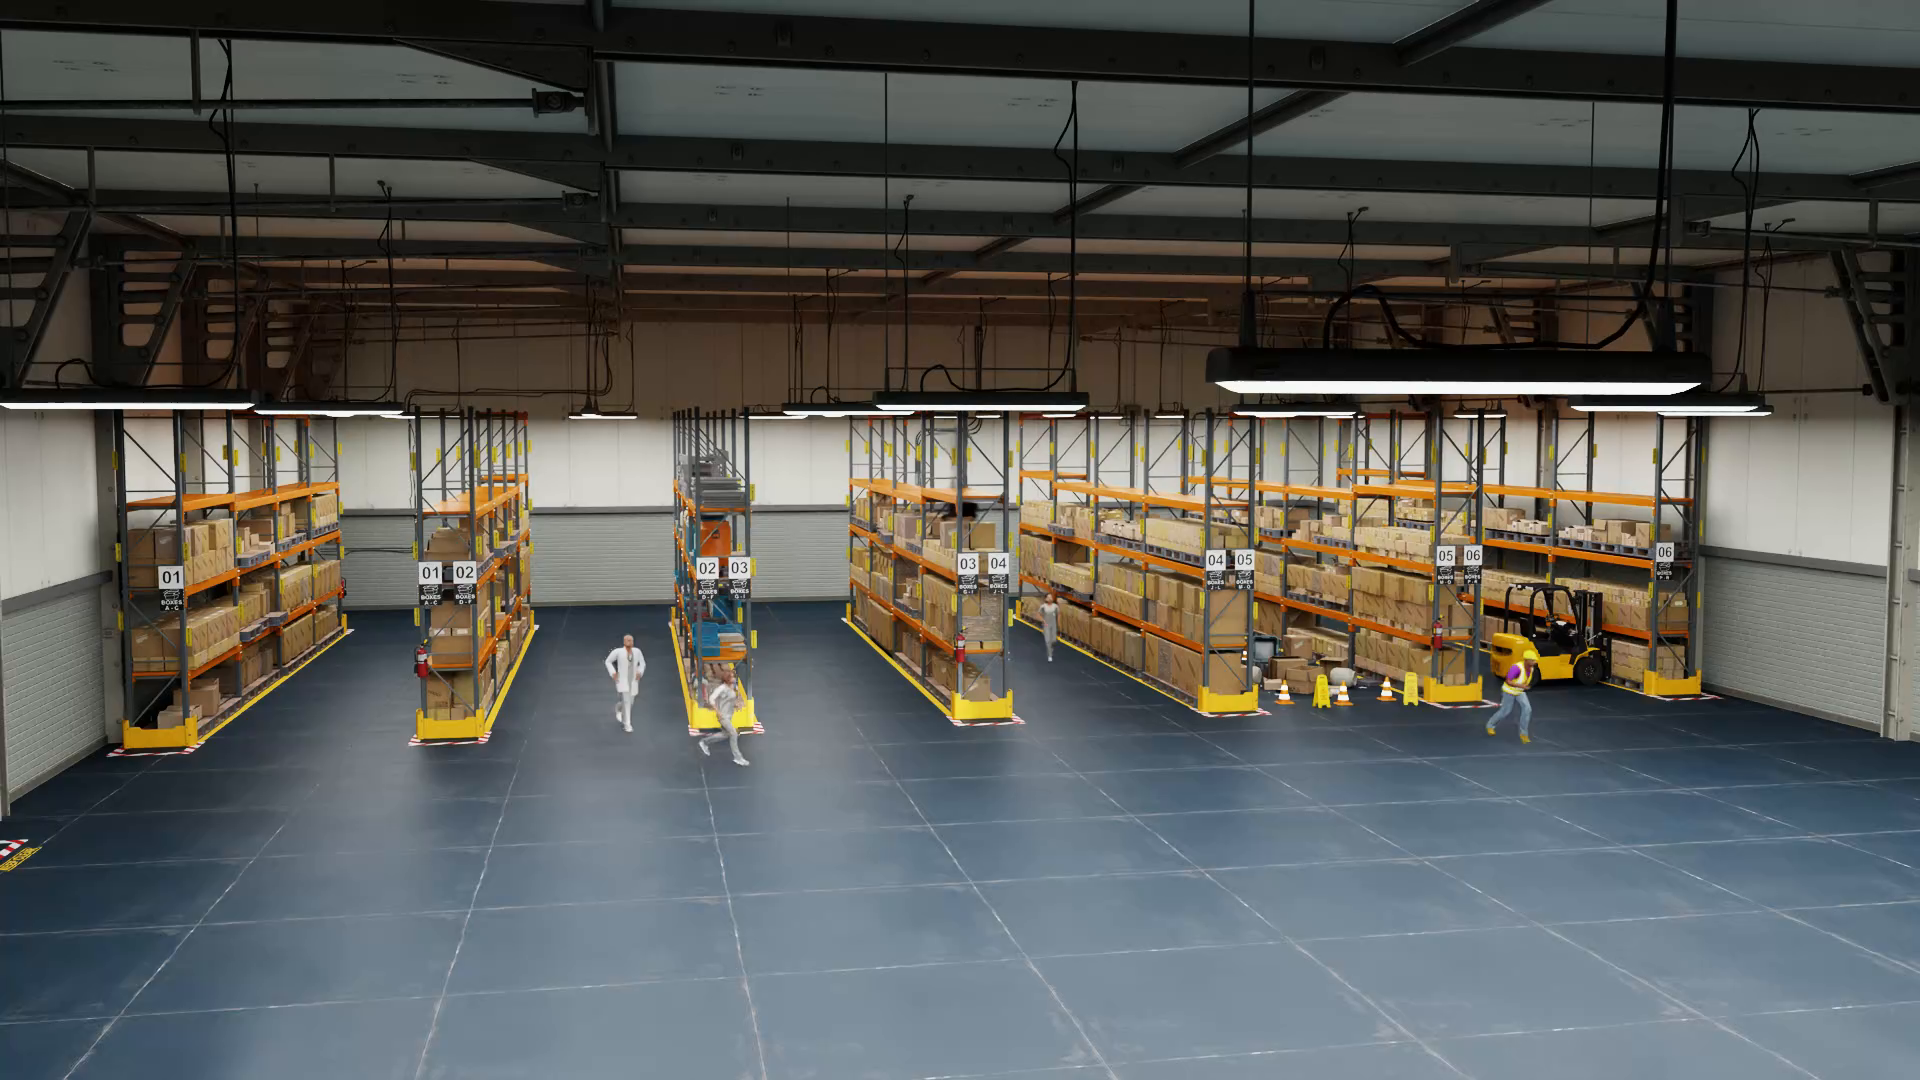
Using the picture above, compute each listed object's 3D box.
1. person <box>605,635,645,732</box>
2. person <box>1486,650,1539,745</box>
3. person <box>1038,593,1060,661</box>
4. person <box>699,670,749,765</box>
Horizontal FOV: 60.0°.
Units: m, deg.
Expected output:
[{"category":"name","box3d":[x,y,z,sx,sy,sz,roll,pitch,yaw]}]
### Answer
[{"category":"person","box3d":[-6.257,2.705,31.150,0.754,1.699,0.919,-3,5,-36]},{"category":"person","box3d":[9.910,2.795,29.827,0.747,1.716,1.044,-3,5,-36]},{"category":"person","box3d":[2.146,2.079,39.949,0.566,1.630,0.572,0,4,-6]},{"category":"person","box3d":[-3.963,2.961,27.783,0.889,1.588,0.559,1,4,16]}]
